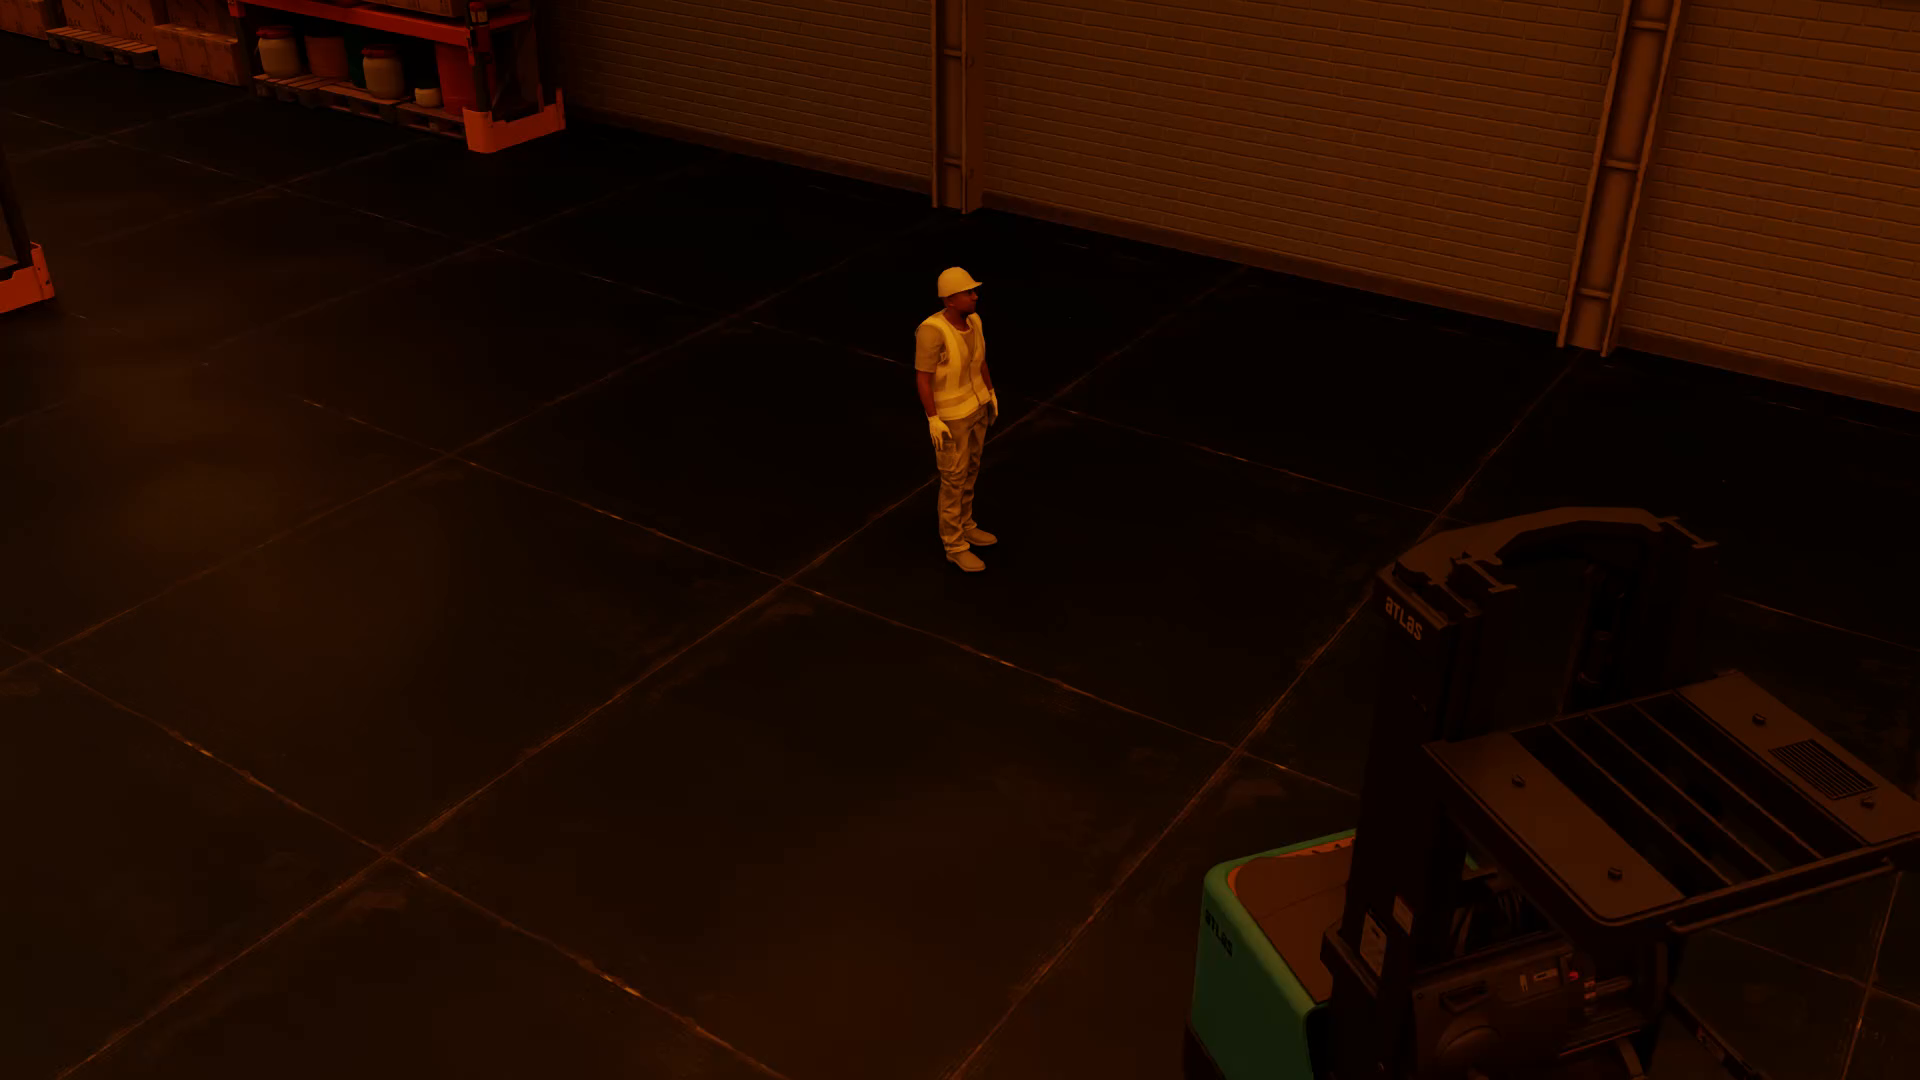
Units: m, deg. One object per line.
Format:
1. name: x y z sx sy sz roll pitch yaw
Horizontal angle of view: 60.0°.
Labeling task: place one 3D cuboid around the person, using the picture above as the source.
1. person: 0.054 -0.754 10.007 0.577 1.782 0.656 19 35 29

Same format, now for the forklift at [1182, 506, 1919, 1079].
1. forklift: 1.881 1.500 4.998 1.130 2.935 3.031 -10 32 -17
